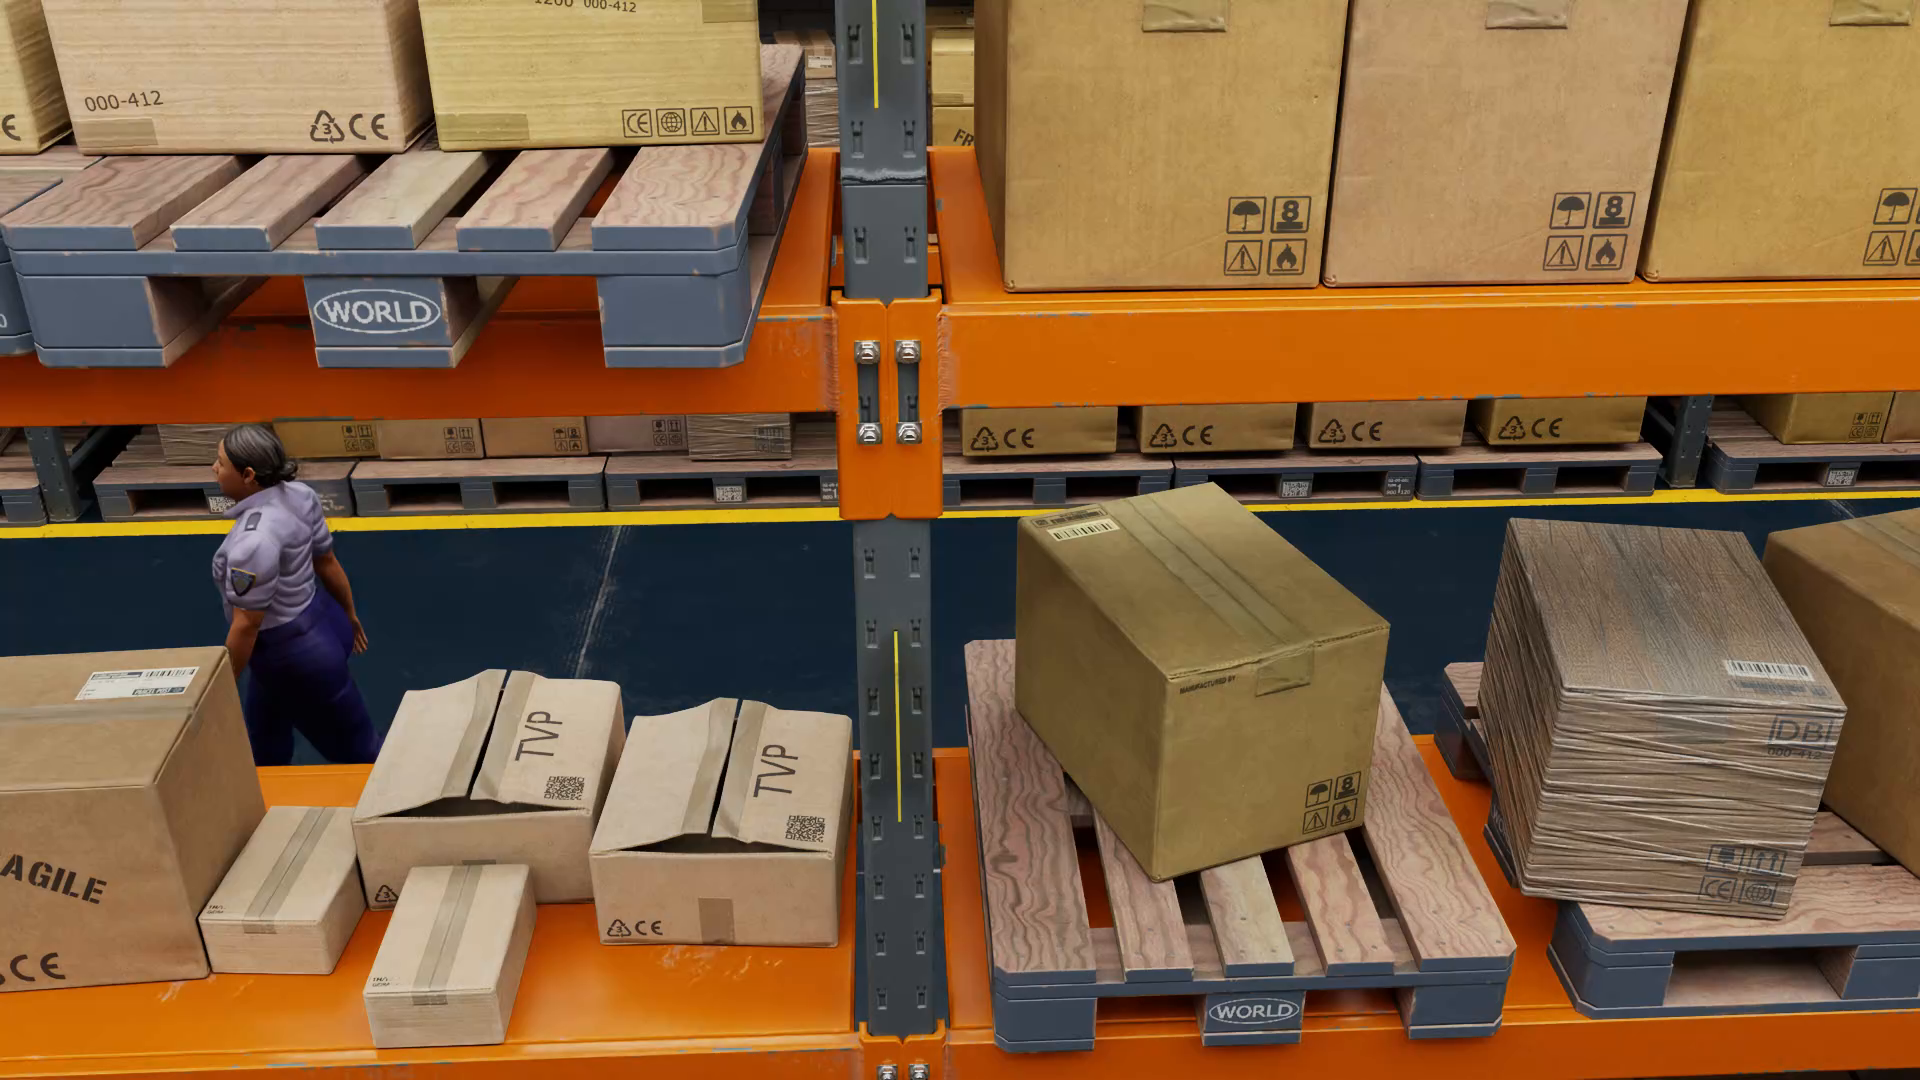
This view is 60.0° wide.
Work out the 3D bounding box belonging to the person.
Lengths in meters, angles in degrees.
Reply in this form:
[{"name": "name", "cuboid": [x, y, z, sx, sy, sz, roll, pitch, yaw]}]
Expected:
[{"name": "person", "cuboid": [-2.215, 0.363, 5.461, 1.024, 1.576, 0.524, -3, 28, -5]}]
